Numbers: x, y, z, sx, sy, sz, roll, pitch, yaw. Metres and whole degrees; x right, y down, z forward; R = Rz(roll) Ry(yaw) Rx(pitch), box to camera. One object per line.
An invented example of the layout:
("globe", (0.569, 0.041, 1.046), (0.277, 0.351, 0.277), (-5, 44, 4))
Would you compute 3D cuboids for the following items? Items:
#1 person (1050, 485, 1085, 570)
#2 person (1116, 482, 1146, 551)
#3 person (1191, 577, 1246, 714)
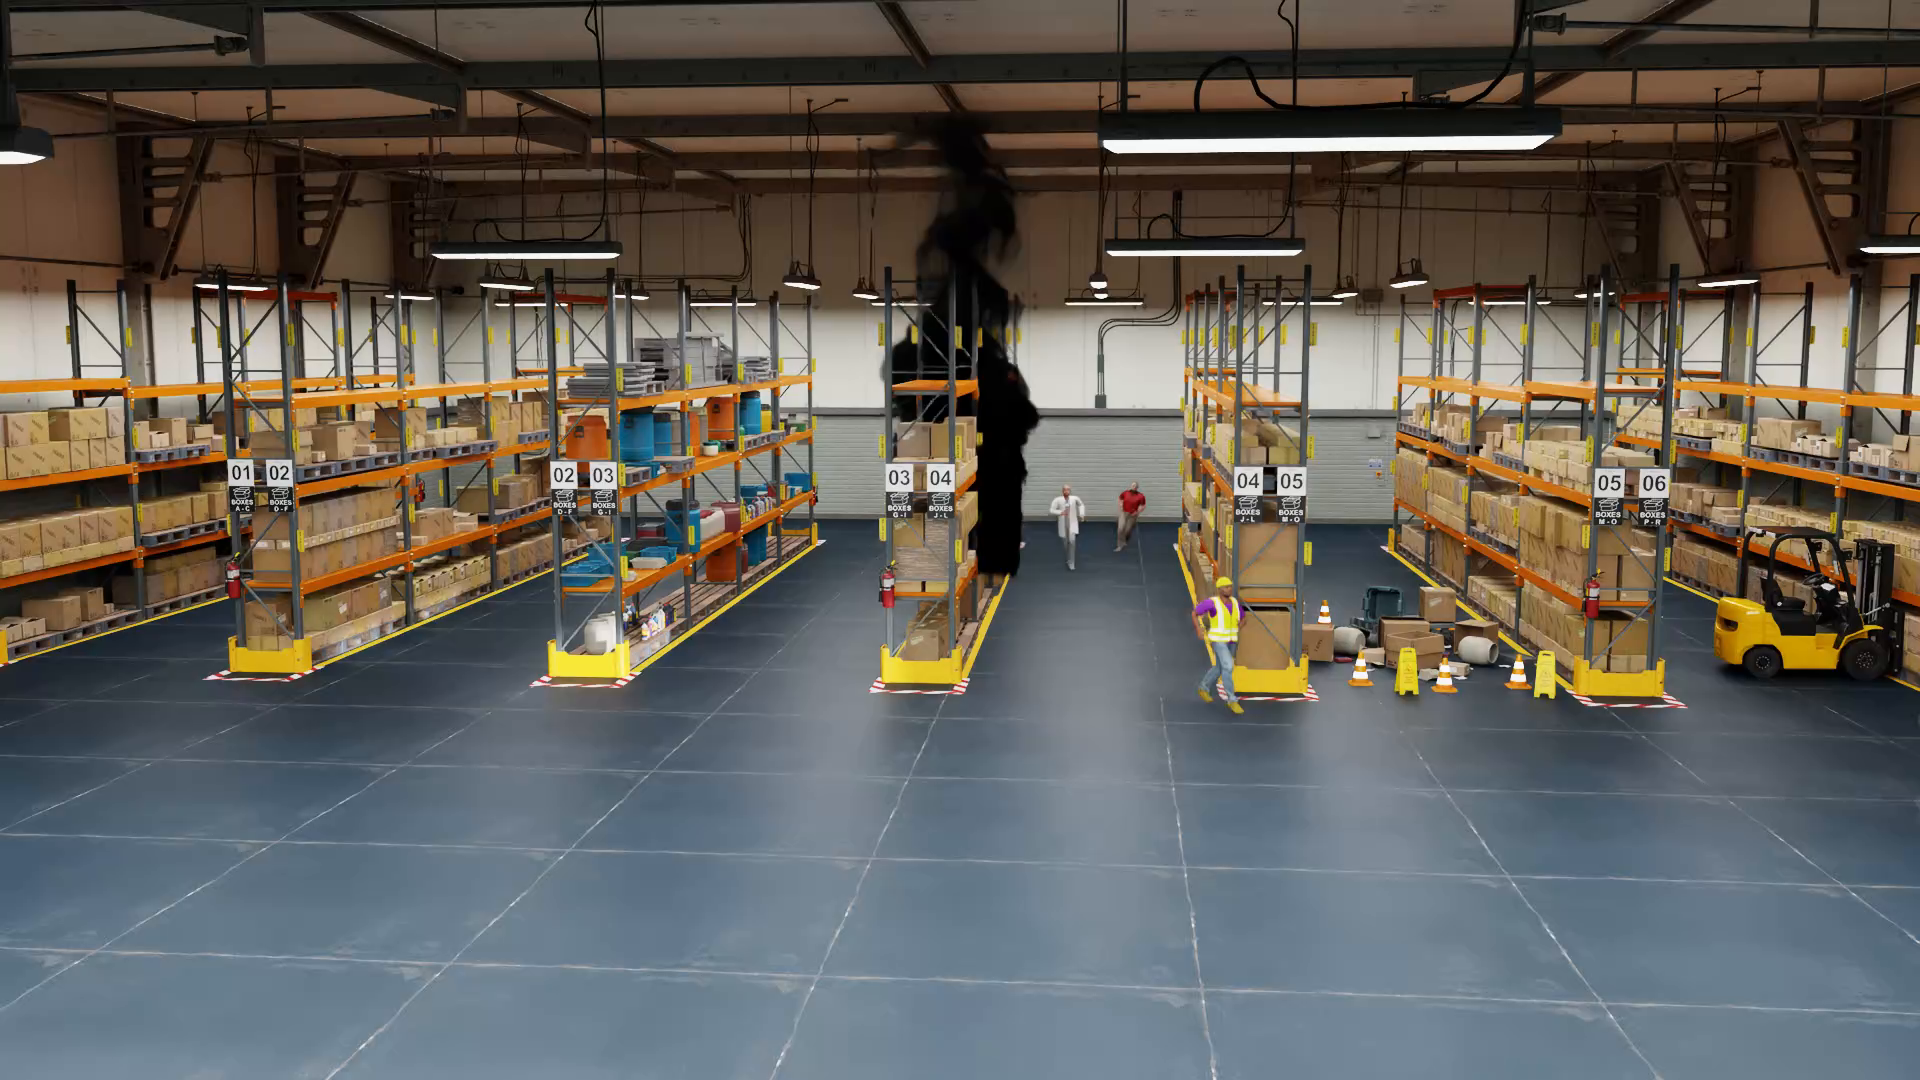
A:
("person", (2.338, -0.272, 36.326), (0.731, 1.858, 0.818), (1, 7, 11))
("person", (4.036, -0.563, 39.255), (0.680, 1.650, 0.649), (3, 7, 21))
("person", (3.584, 1.384, 22.459), (0.768, 1.769, 0.938), (-5, 9, -38))
